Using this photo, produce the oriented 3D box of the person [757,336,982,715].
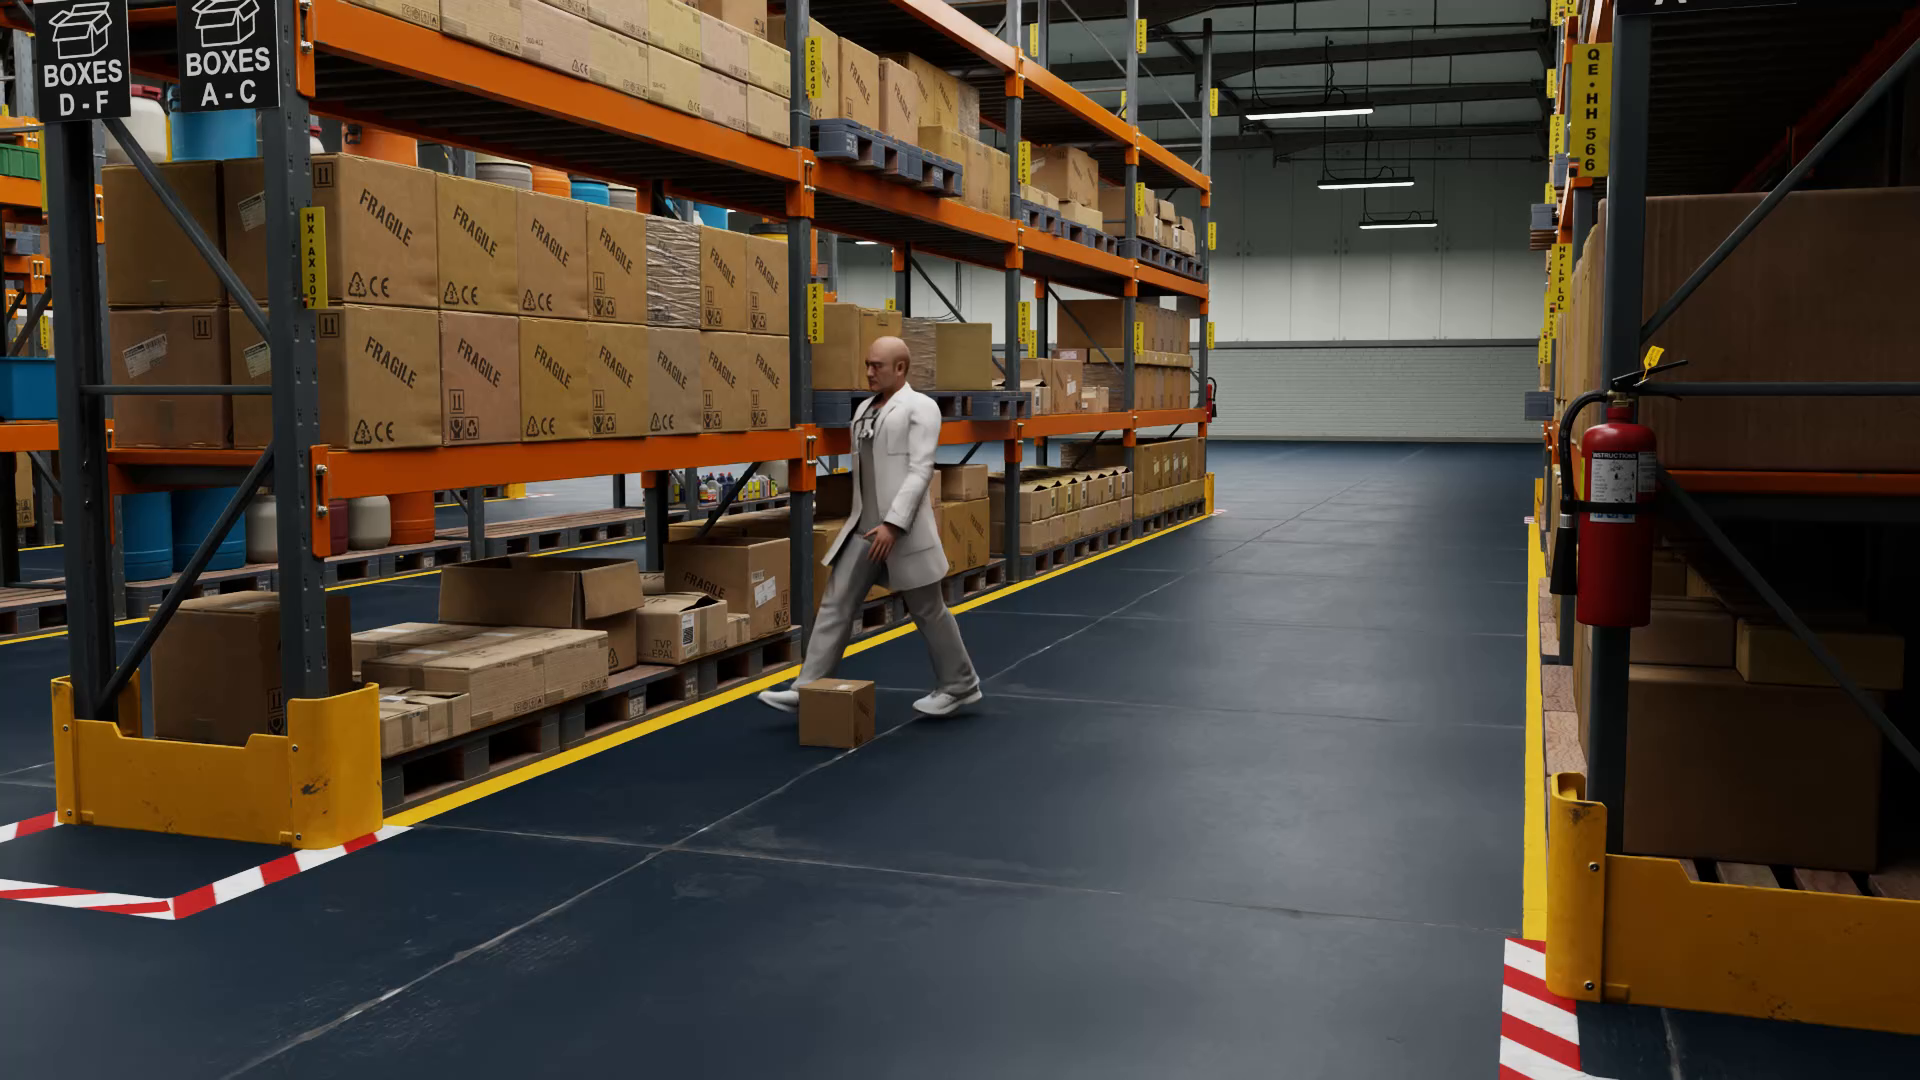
[{"bbox_3d":[-0.372,-0.045,7.508,0.605,1.742,1.001,4,7,40],"label":"person"}]
